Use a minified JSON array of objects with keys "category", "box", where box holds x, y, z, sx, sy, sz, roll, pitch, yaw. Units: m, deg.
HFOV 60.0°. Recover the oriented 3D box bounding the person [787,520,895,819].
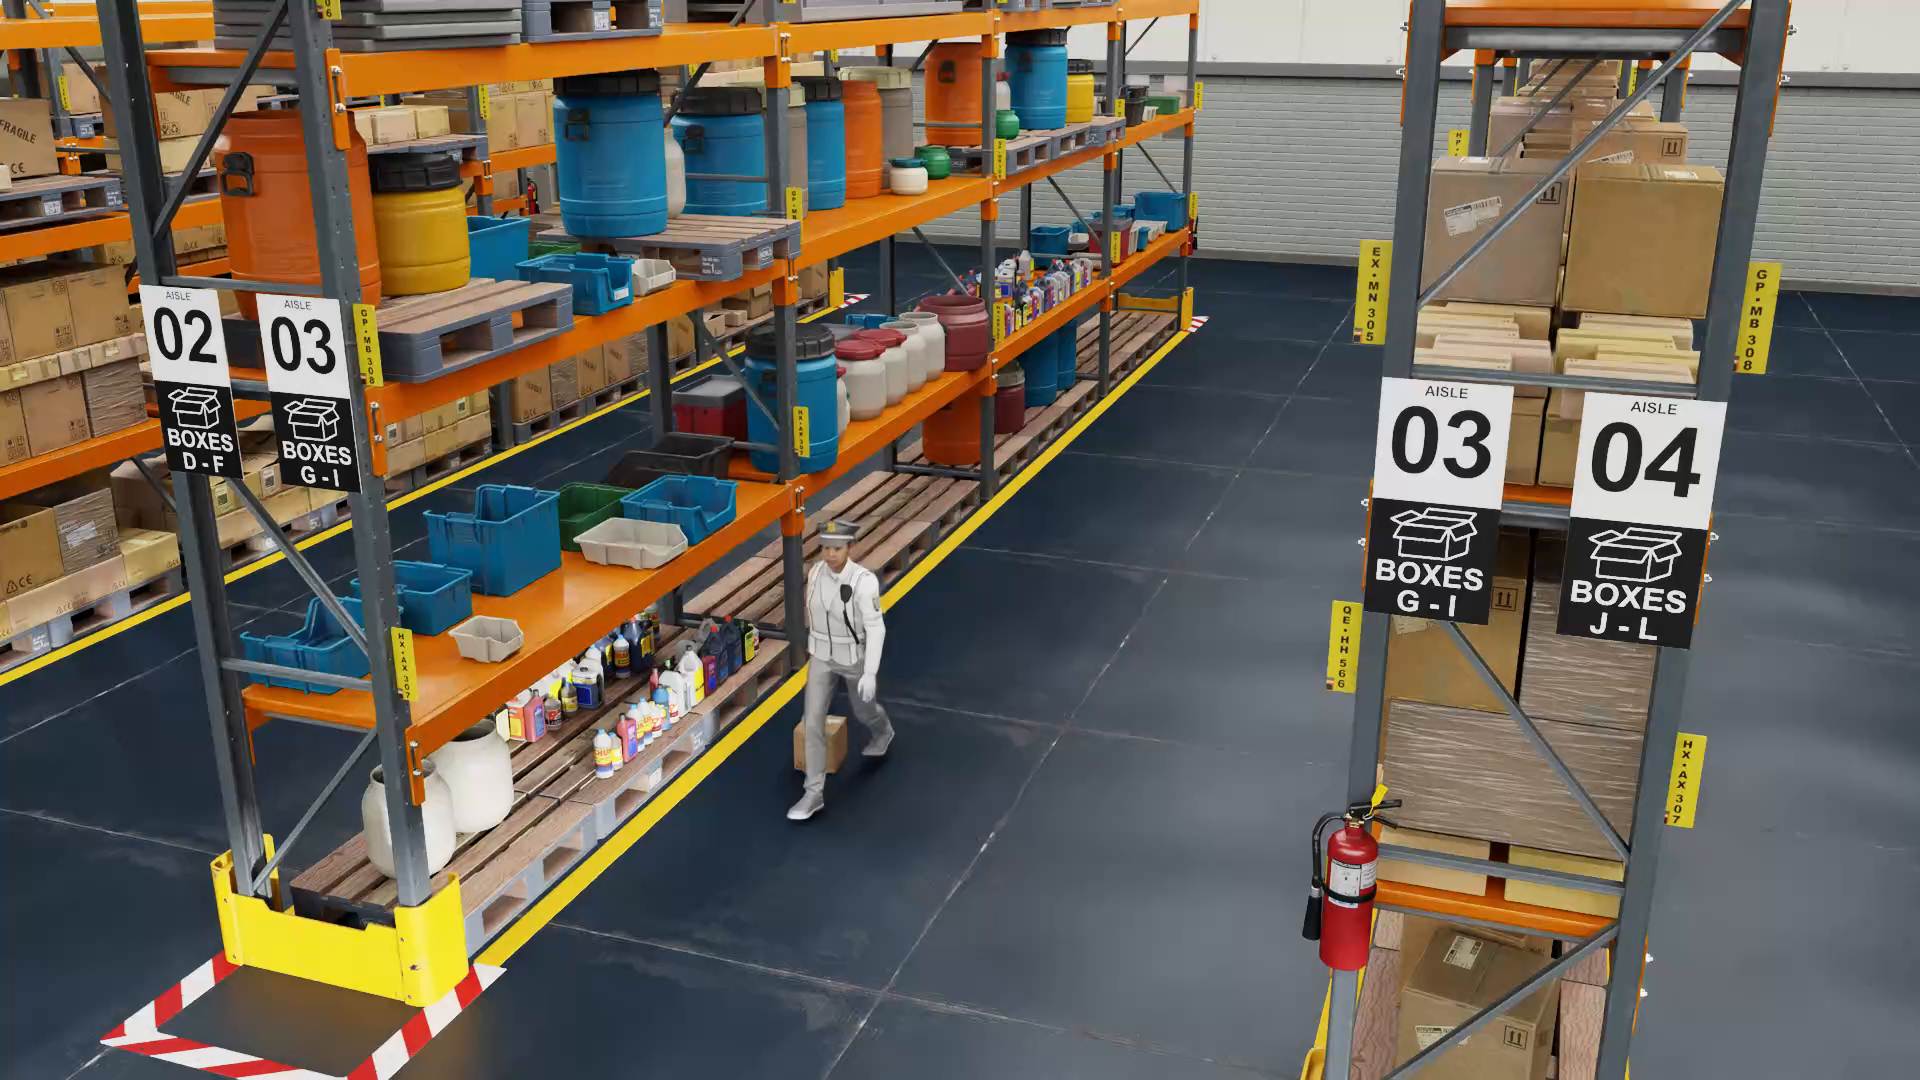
[{"category":"person","box":[-0.625,0.634,9.174,0.513,1.622,1.050,7,20,19]}]
